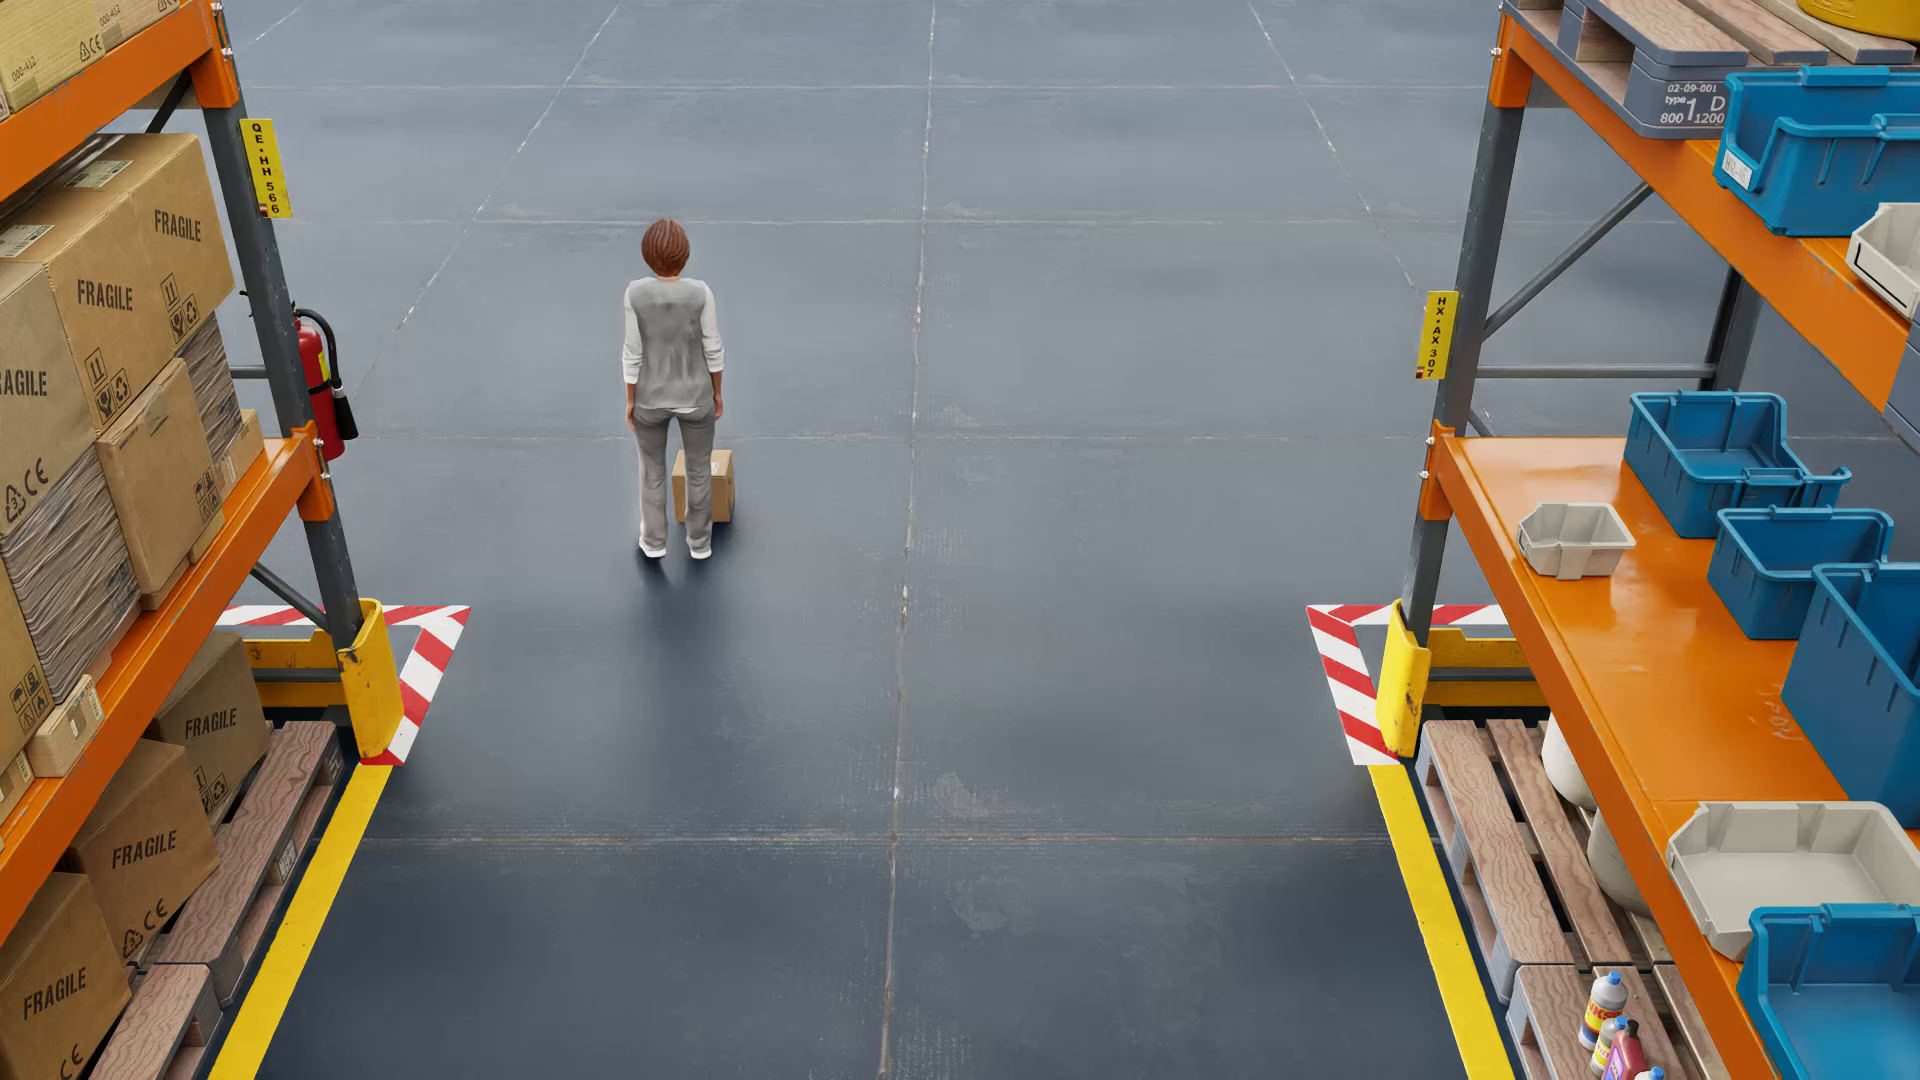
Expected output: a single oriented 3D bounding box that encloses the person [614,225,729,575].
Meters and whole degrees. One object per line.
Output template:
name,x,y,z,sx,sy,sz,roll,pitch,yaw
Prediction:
person,-1.237,-0.564,7.062,0.410,1.590,0.306,0,32,1
